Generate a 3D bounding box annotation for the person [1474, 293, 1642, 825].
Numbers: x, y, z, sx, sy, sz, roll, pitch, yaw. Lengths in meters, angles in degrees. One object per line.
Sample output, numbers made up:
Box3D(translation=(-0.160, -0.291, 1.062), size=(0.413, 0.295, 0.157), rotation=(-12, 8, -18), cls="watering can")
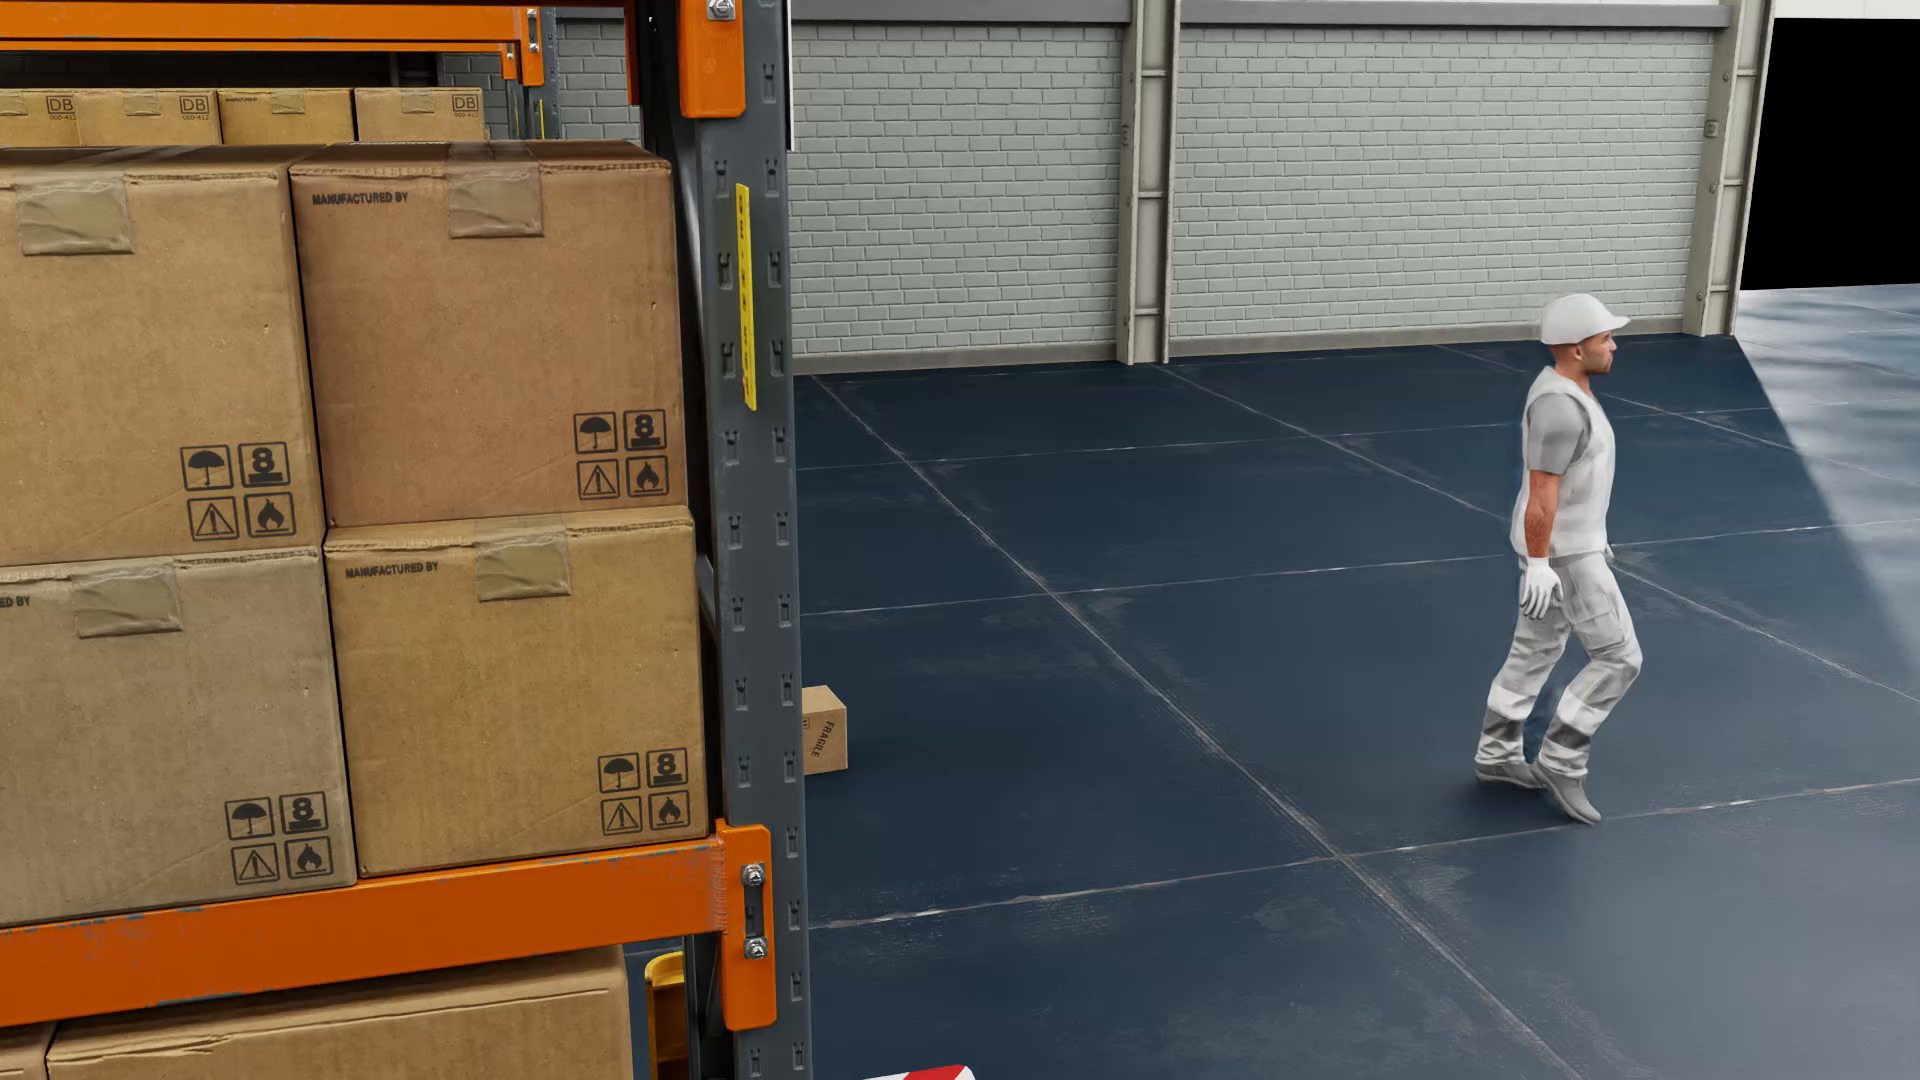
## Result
Box3D(translation=(2.105, 0.066, 5.741), size=(0.504, 1.827, 0.586), rotation=(5, 16, 16), cls="person")
